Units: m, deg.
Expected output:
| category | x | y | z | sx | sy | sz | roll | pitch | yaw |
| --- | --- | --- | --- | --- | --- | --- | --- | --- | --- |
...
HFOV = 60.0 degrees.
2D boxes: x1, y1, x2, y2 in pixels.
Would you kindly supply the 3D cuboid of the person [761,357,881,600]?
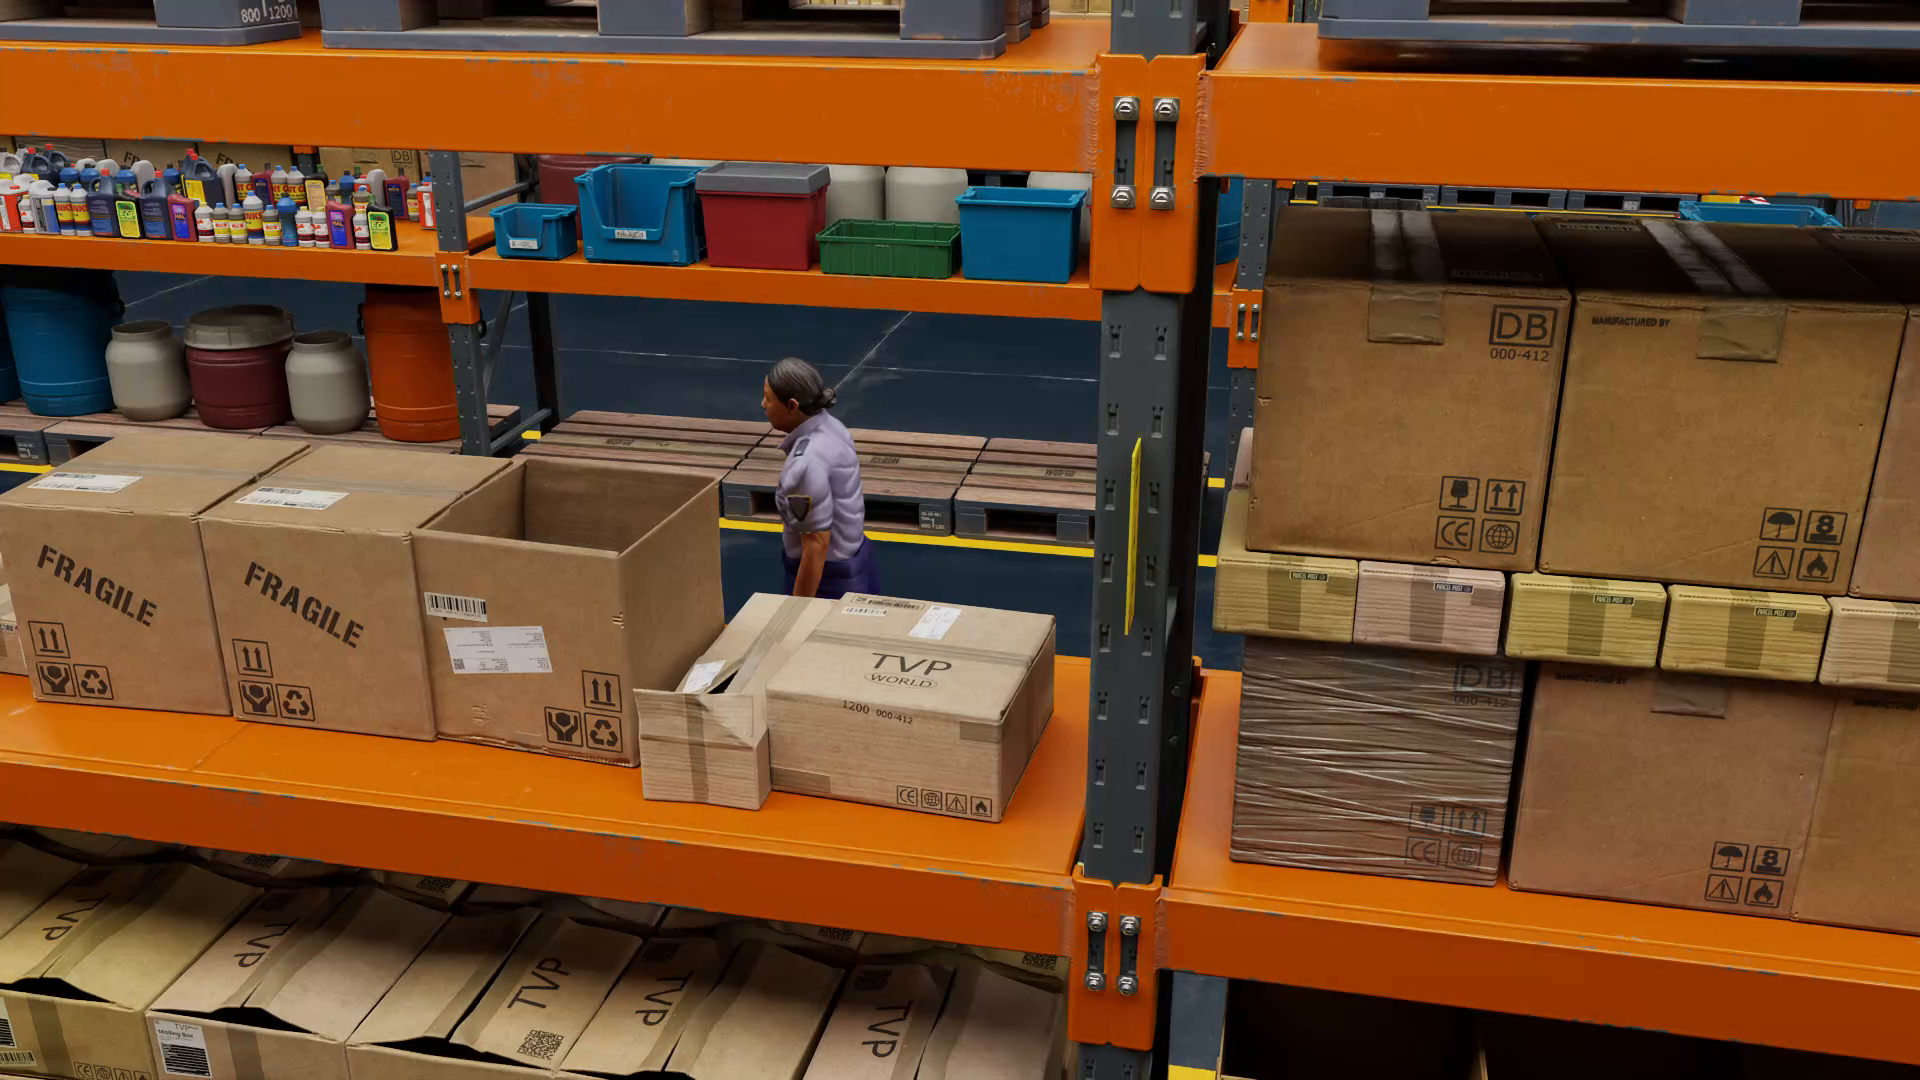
| category | x | y | z | sx | sy | sz | roll | pitch | yaw |
| --- | --- | --- | --- | --- | --- | --- | --- | --- | --- |
| person | -0.466 | 0.178 | 5.667 | 0.361 | 1.640 | 0.563 | 3 | 22 | 8 |
